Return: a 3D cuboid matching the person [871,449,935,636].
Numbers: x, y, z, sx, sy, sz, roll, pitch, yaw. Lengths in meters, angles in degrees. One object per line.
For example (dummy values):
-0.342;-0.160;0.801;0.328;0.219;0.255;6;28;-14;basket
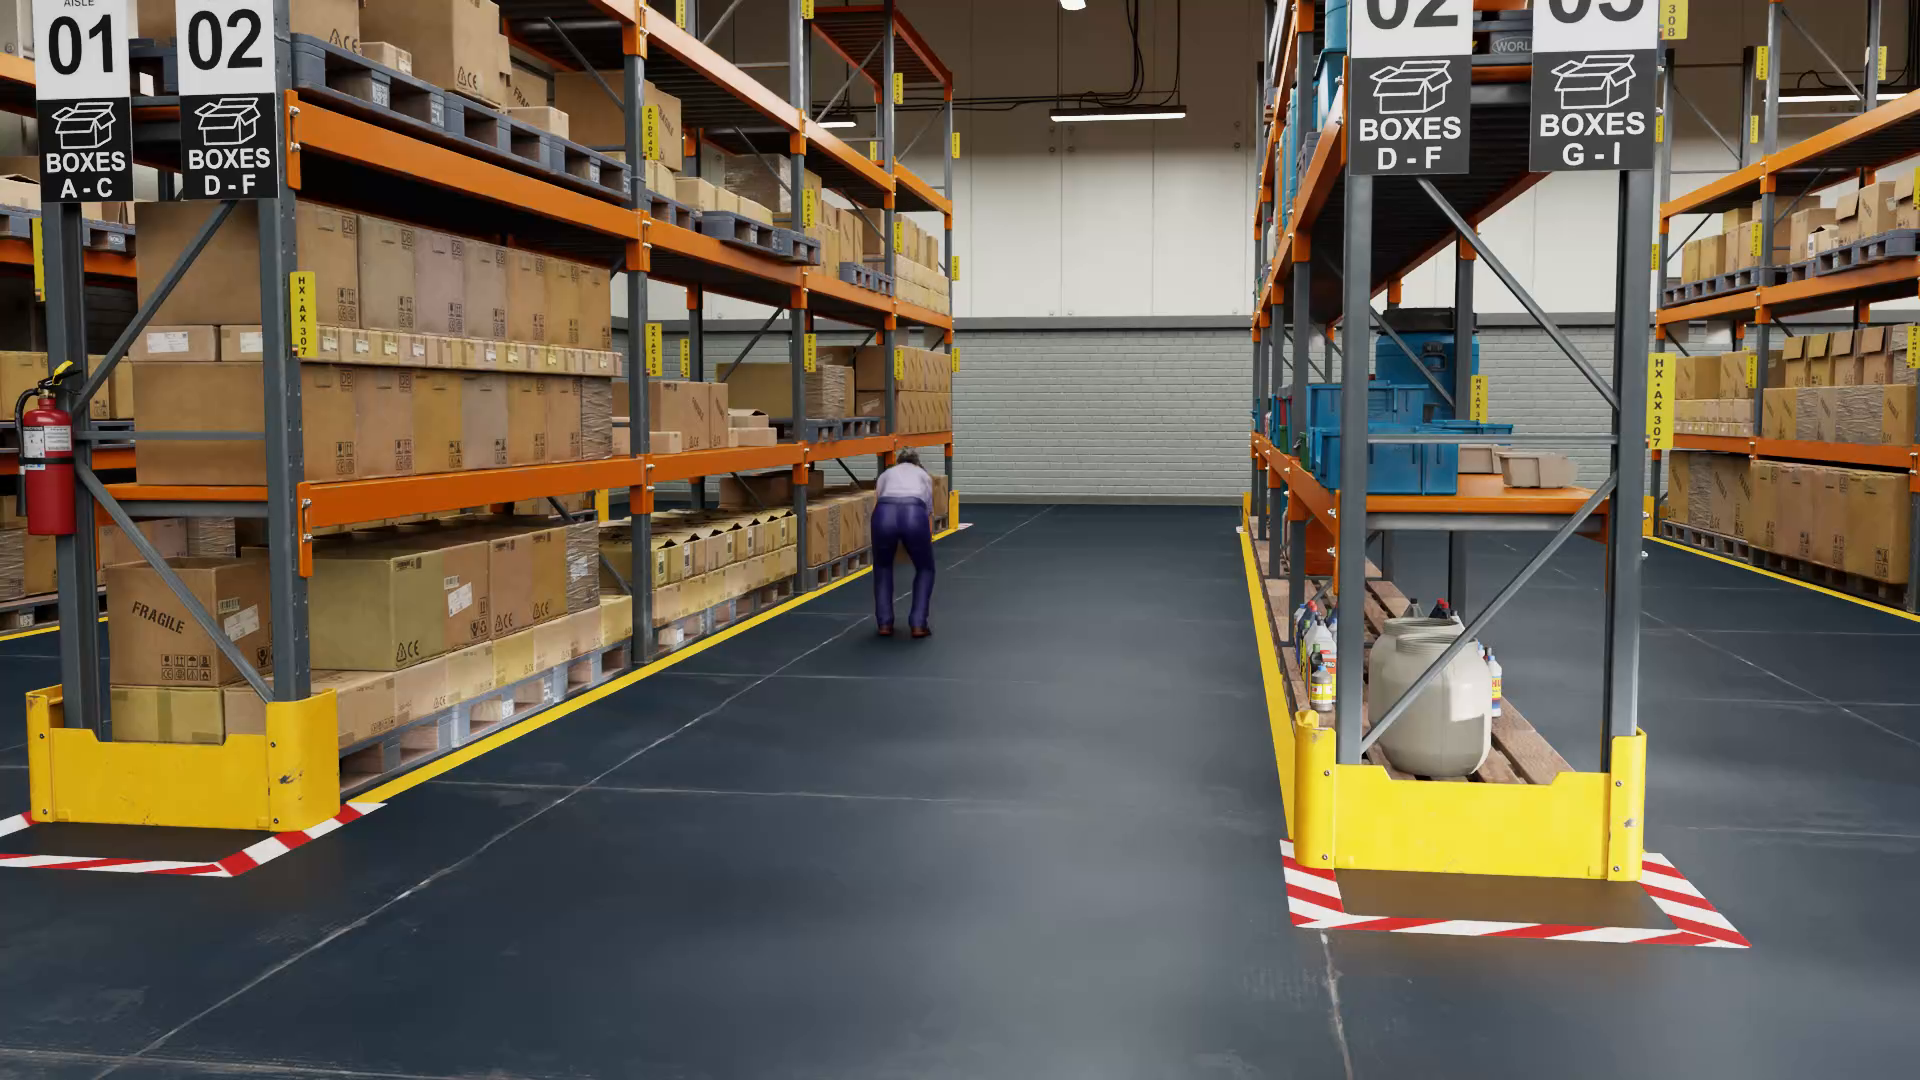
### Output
-0.391;0.012;11.950;0.456;1.318;0.813;1;5;7;person
